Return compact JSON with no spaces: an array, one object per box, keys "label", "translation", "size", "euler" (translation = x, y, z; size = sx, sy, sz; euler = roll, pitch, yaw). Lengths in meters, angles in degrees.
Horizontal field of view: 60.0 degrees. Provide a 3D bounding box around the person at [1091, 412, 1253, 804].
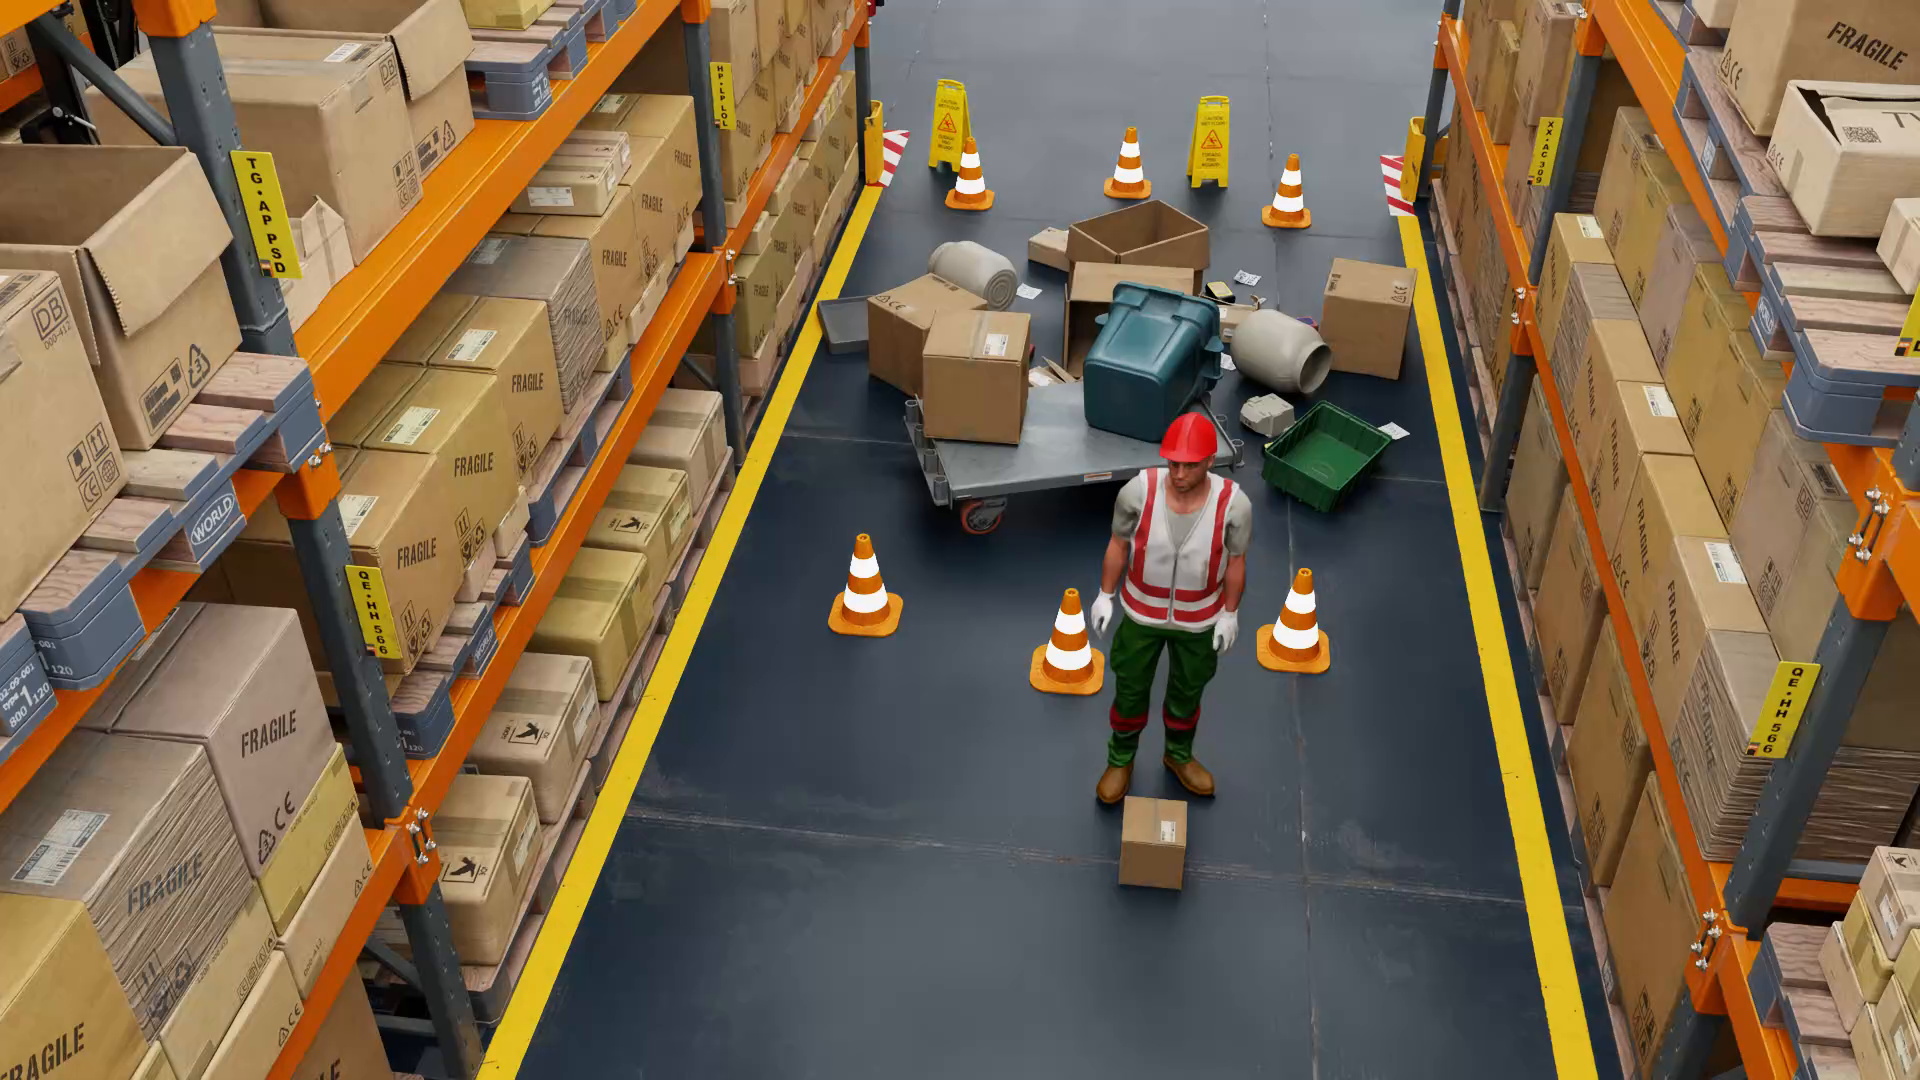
[{"label":"person","translation":[0.813,0.295,6.568],"size":[0.595,1.795,0.371],"euler":[5,36,7]}]
